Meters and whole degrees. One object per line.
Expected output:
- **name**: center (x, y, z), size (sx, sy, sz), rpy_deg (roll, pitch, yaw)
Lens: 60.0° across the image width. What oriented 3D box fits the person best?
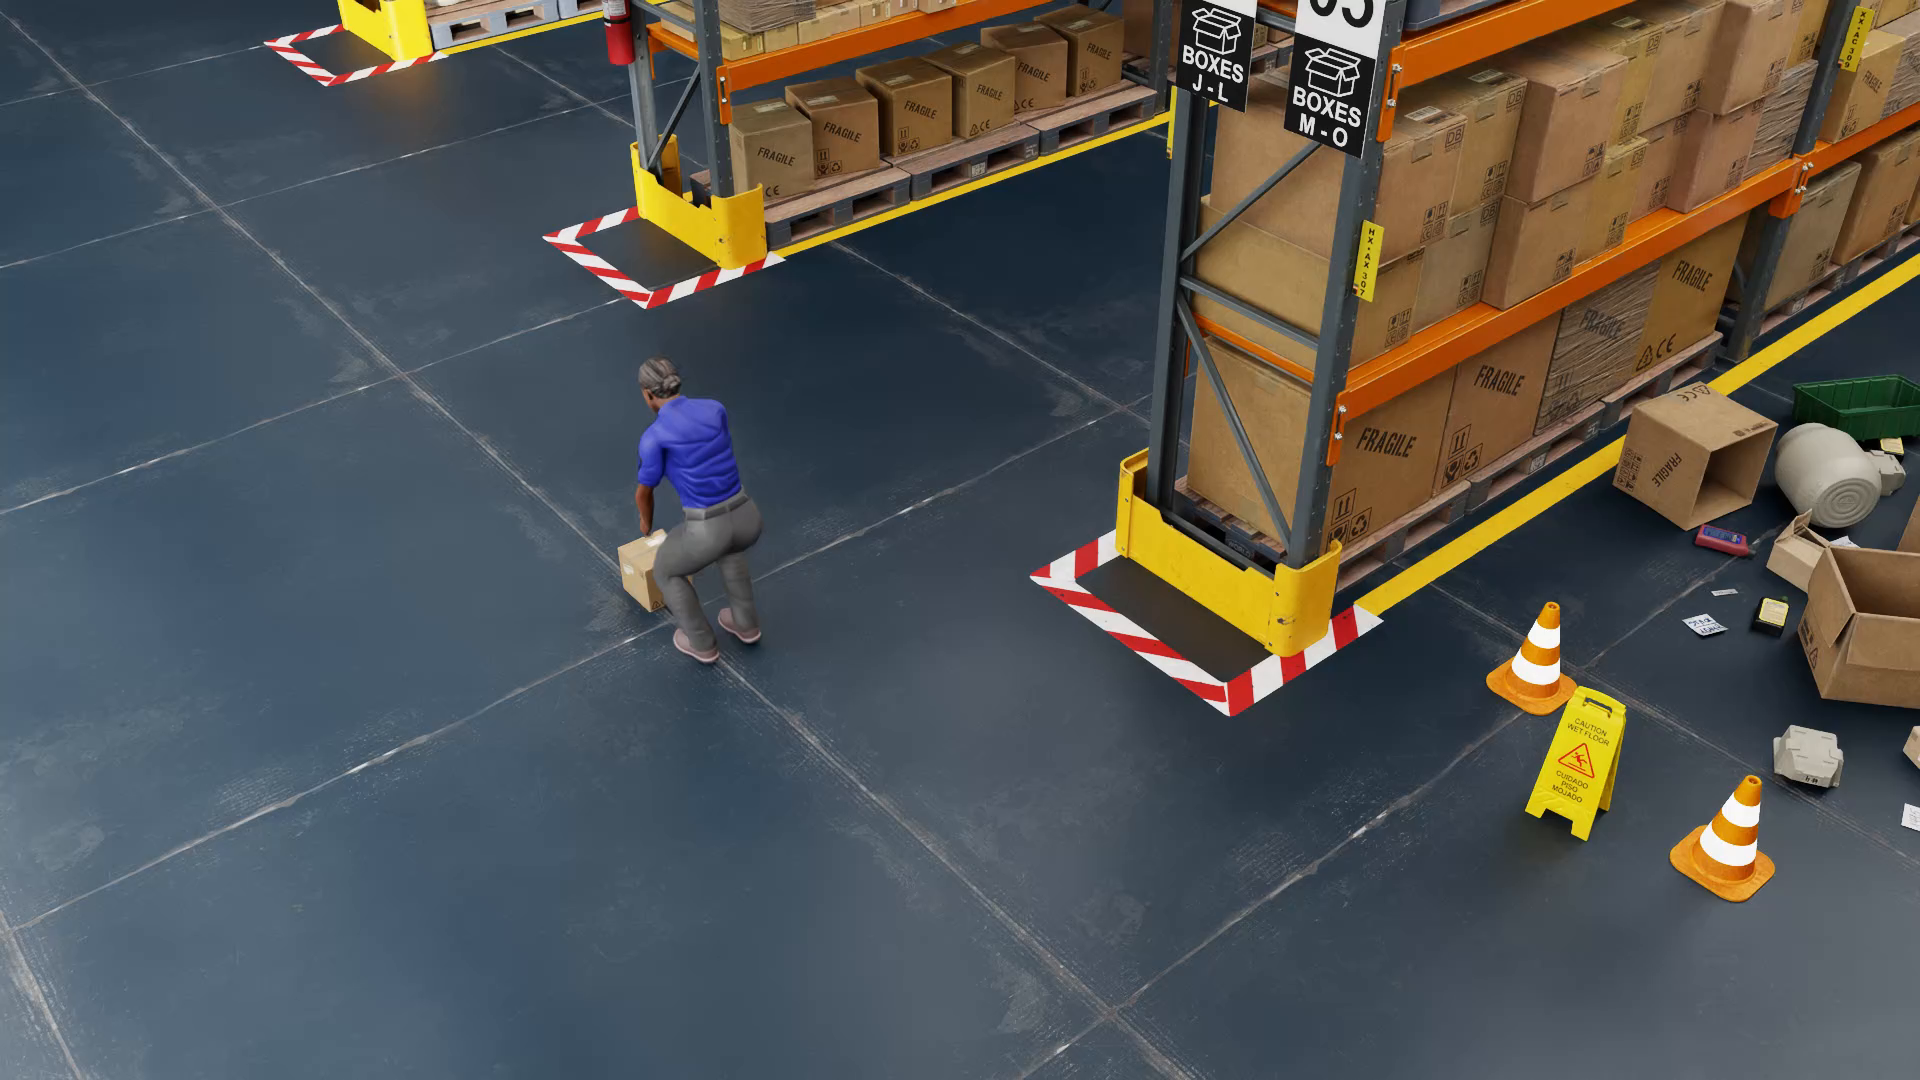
- **person**: center (-1.172, -0.096, 7.407), size (0.492, 1.441, 0.576), rpy_deg (-26, 43, -31)
